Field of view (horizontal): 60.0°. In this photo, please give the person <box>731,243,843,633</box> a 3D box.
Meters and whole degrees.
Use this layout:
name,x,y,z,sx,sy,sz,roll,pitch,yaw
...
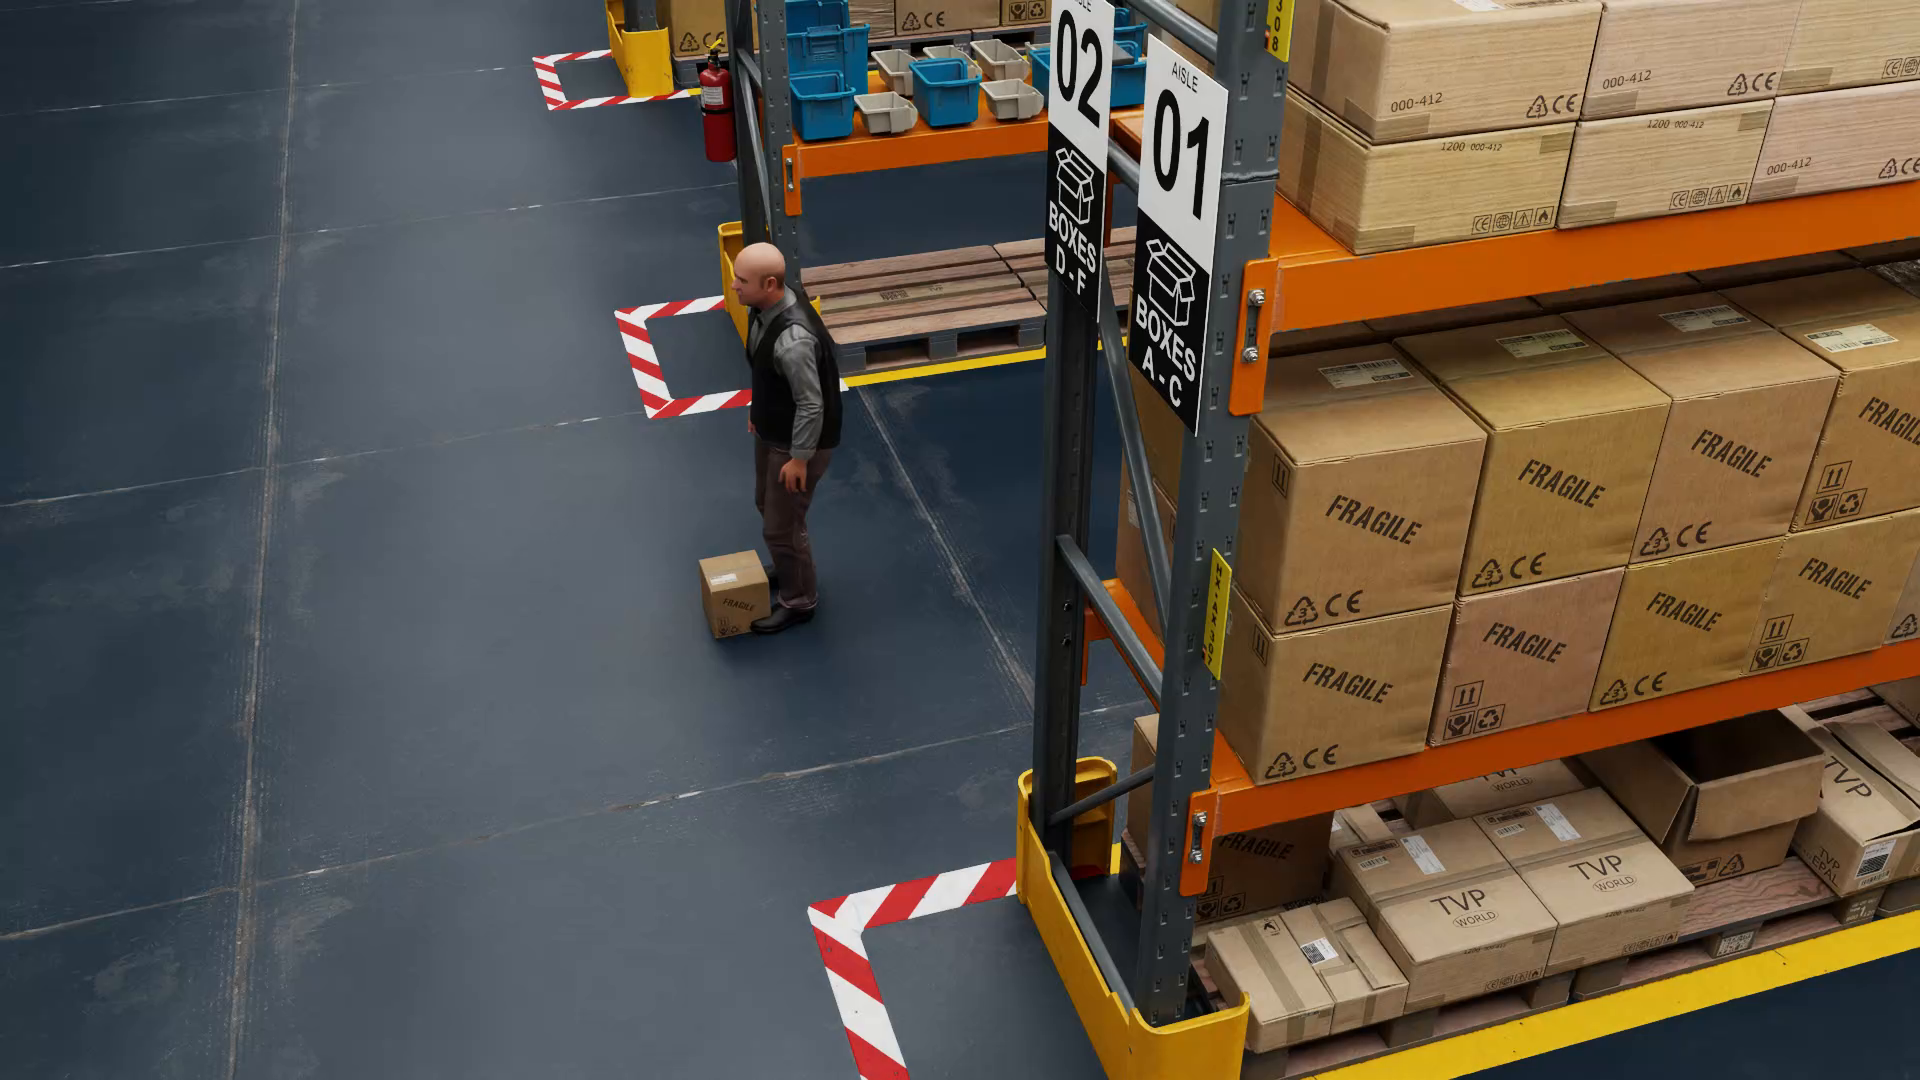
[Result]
name,x,y,z,sx,sy,sz,roll,pitch,yaw
person,-0.721,-0.422,6.796,0.469,1.721,0.594,-12,36,-17
